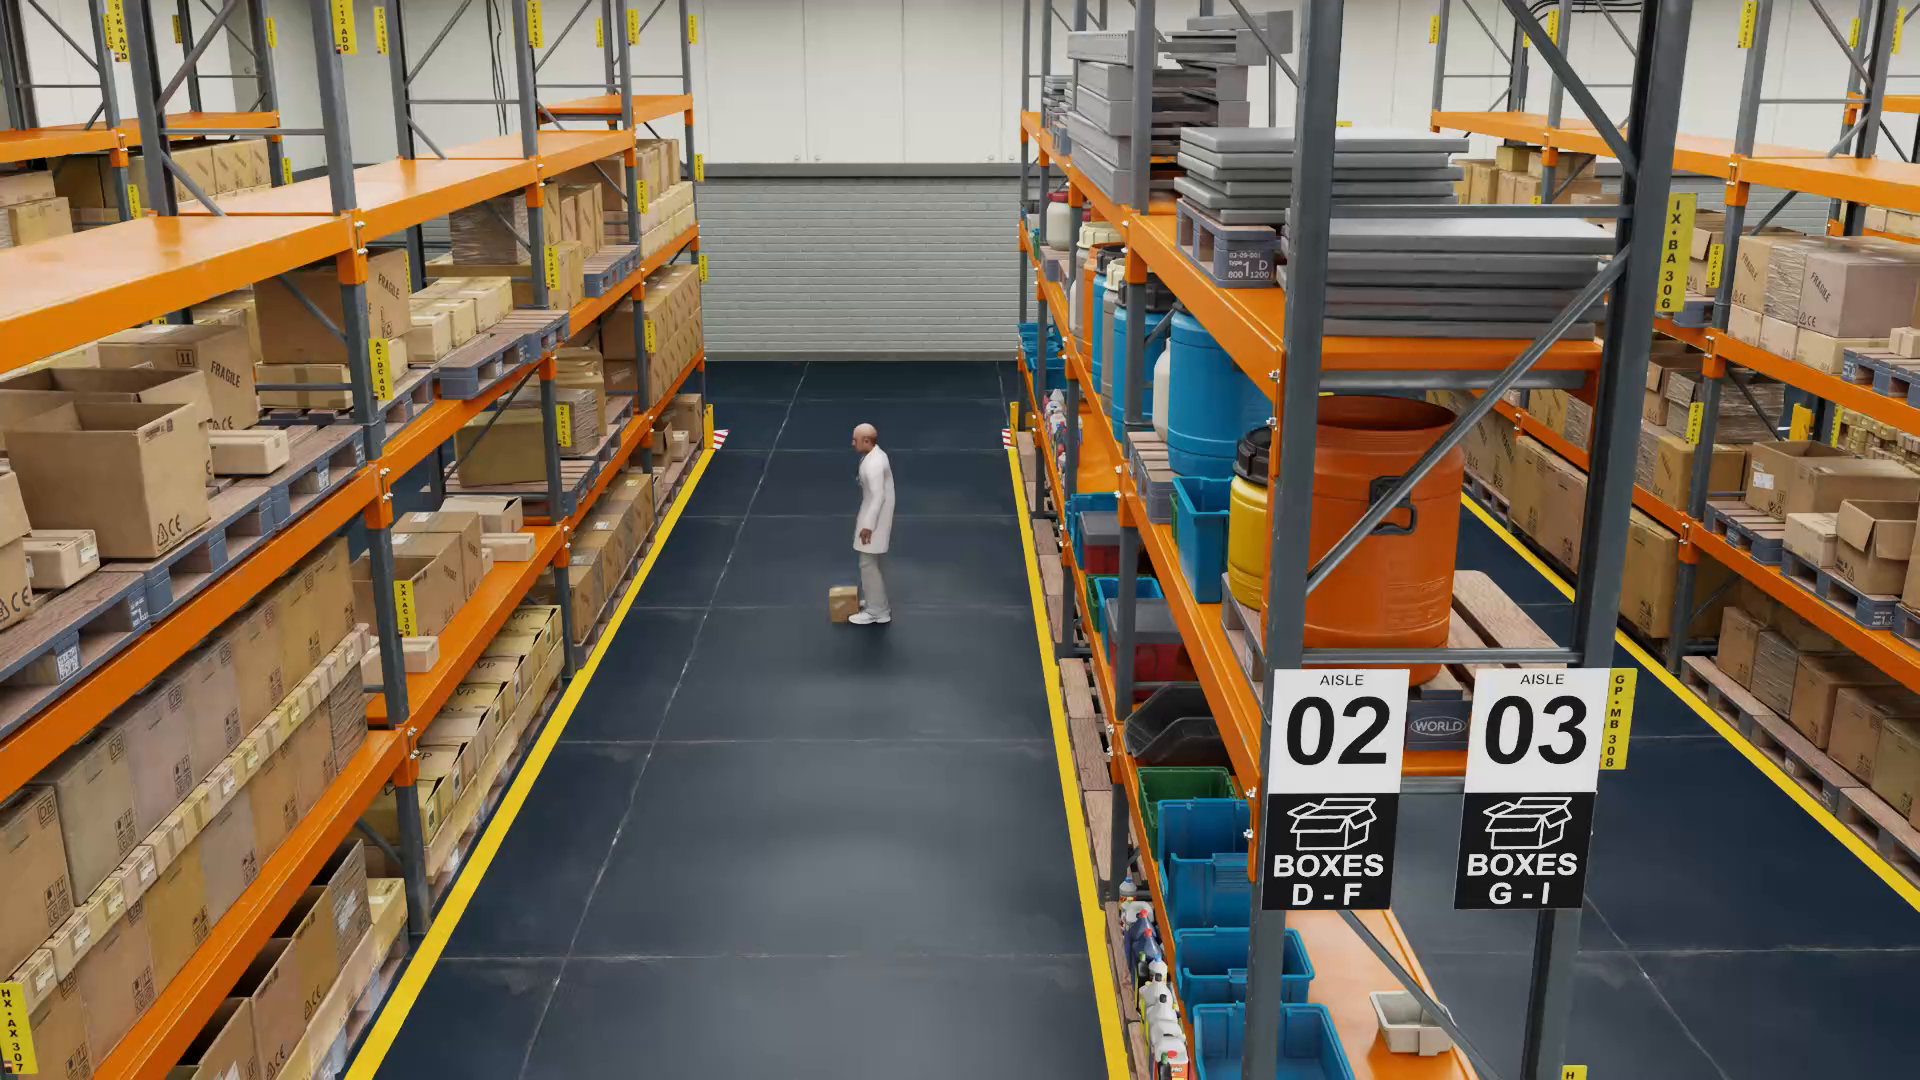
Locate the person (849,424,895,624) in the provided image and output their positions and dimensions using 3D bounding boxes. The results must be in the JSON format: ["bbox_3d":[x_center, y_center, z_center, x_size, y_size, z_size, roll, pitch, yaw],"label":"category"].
[{"bbox_3d":[-0.779,-0.156,14.583,0.426,1.774,0.617,-1,17,-3],"label":"person"}]
